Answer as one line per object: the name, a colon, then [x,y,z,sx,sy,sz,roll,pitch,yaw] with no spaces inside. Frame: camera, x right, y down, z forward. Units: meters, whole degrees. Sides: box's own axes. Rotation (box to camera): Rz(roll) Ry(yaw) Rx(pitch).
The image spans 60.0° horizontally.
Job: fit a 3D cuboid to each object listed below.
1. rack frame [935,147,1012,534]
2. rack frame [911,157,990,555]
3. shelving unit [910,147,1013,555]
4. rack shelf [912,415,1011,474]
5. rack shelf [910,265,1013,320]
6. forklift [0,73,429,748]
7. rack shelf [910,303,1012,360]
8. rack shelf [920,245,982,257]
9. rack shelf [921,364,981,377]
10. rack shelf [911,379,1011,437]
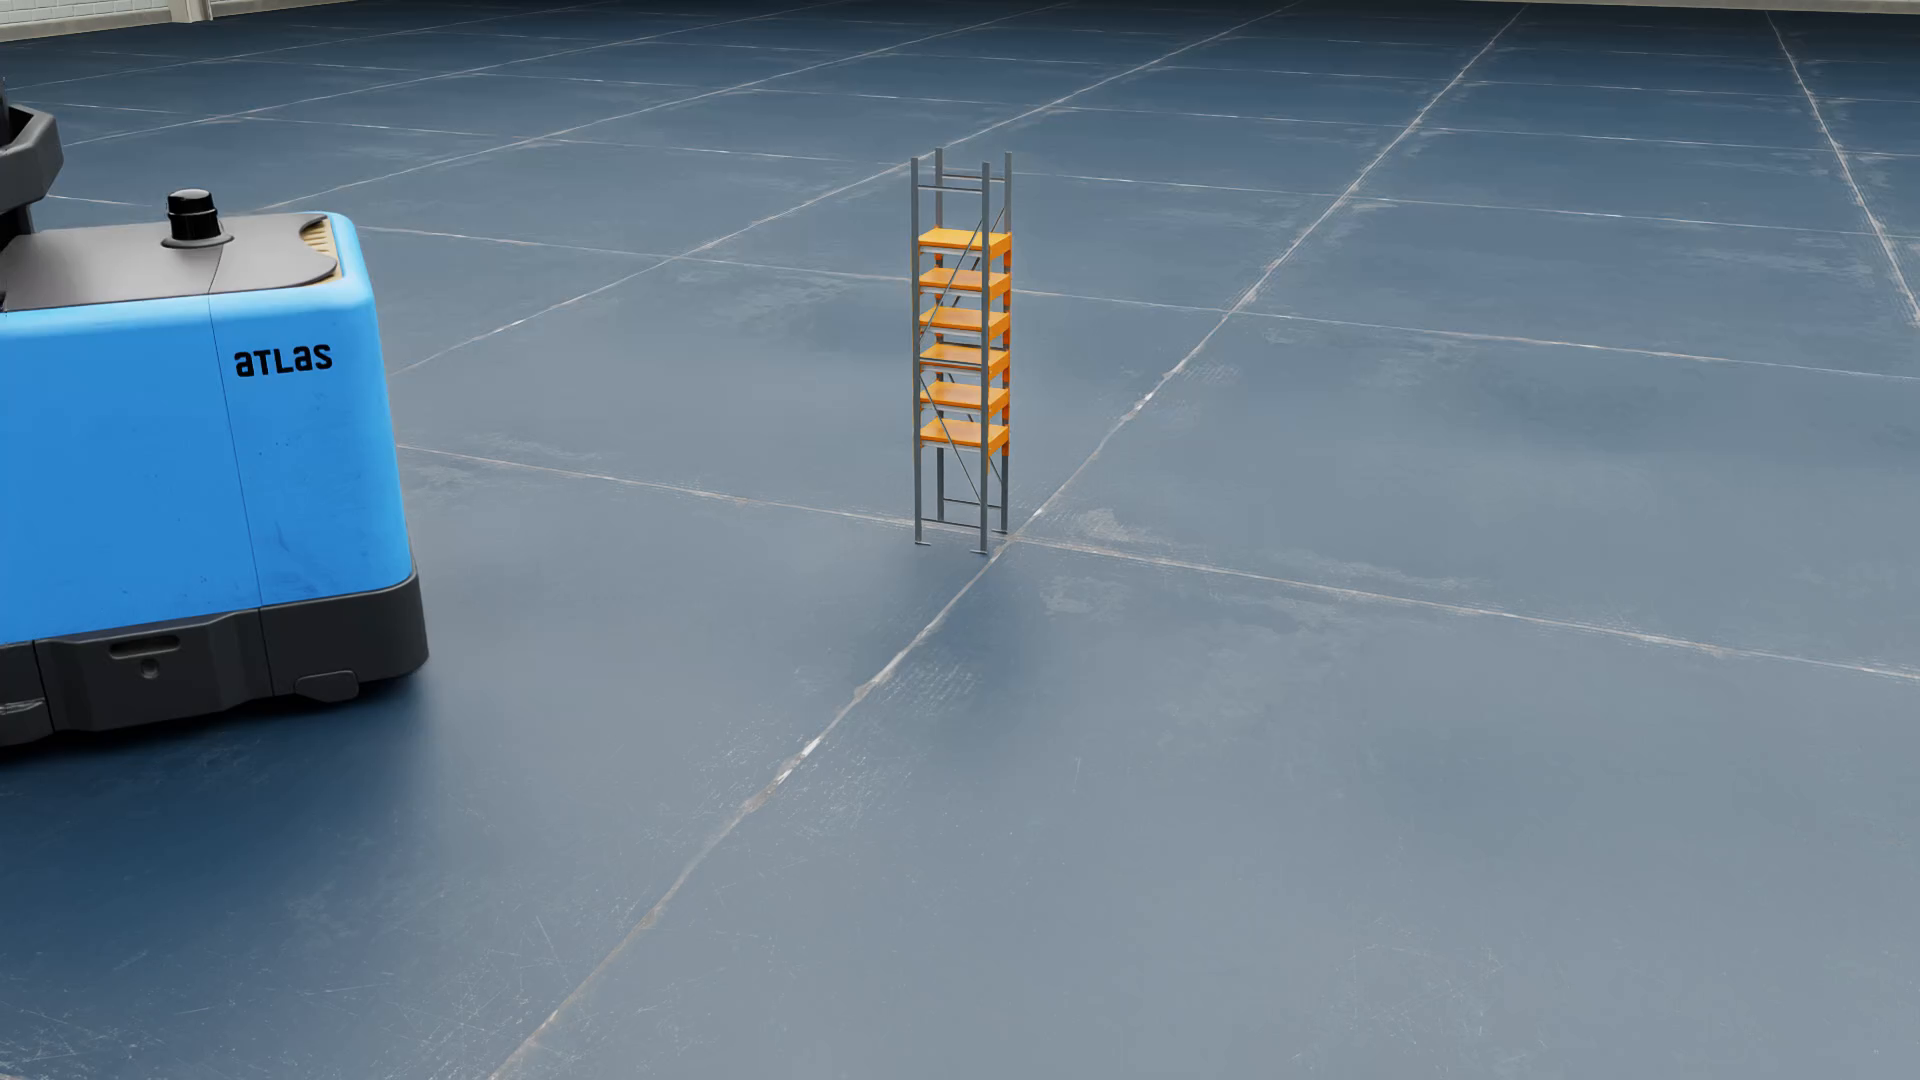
rack frame: [0.039,-0.592,5.110,0.240,1.200,0.006,9,24,20]
rack frame: [-0.029,-0.526,4.953,0.240,1.200,0.006,9,24,20]
shelving unit: [0.005,-0.559,5.031,0.258,1.200,0.189,9,24,20]
rack shelf: [0.005,-0.296,5.141,0.258,0.103,0.180,9,24,20]
rack shelf: [0.005,-0.739,4.956,0.258,0.103,0.180,9,24,20]
forklift: [-2.952,-0.882,3.674,3.031,2.843,1.129,-9,24,-20]
rack shelf: [0.005,-0.629,5.002,0.258,0.103,0.180,9,24,20]
rack shelf: [0.005,-0.868,4.902,0.199,0.020,0.166,9,24,20]
rack shelf: [0.005,-0.536,5.041,0.199,0.020,0.166,9,24,20]
rack shelf: [0.005,-0.407,5.095,0.258,0.103,0.180,9,24,20]
